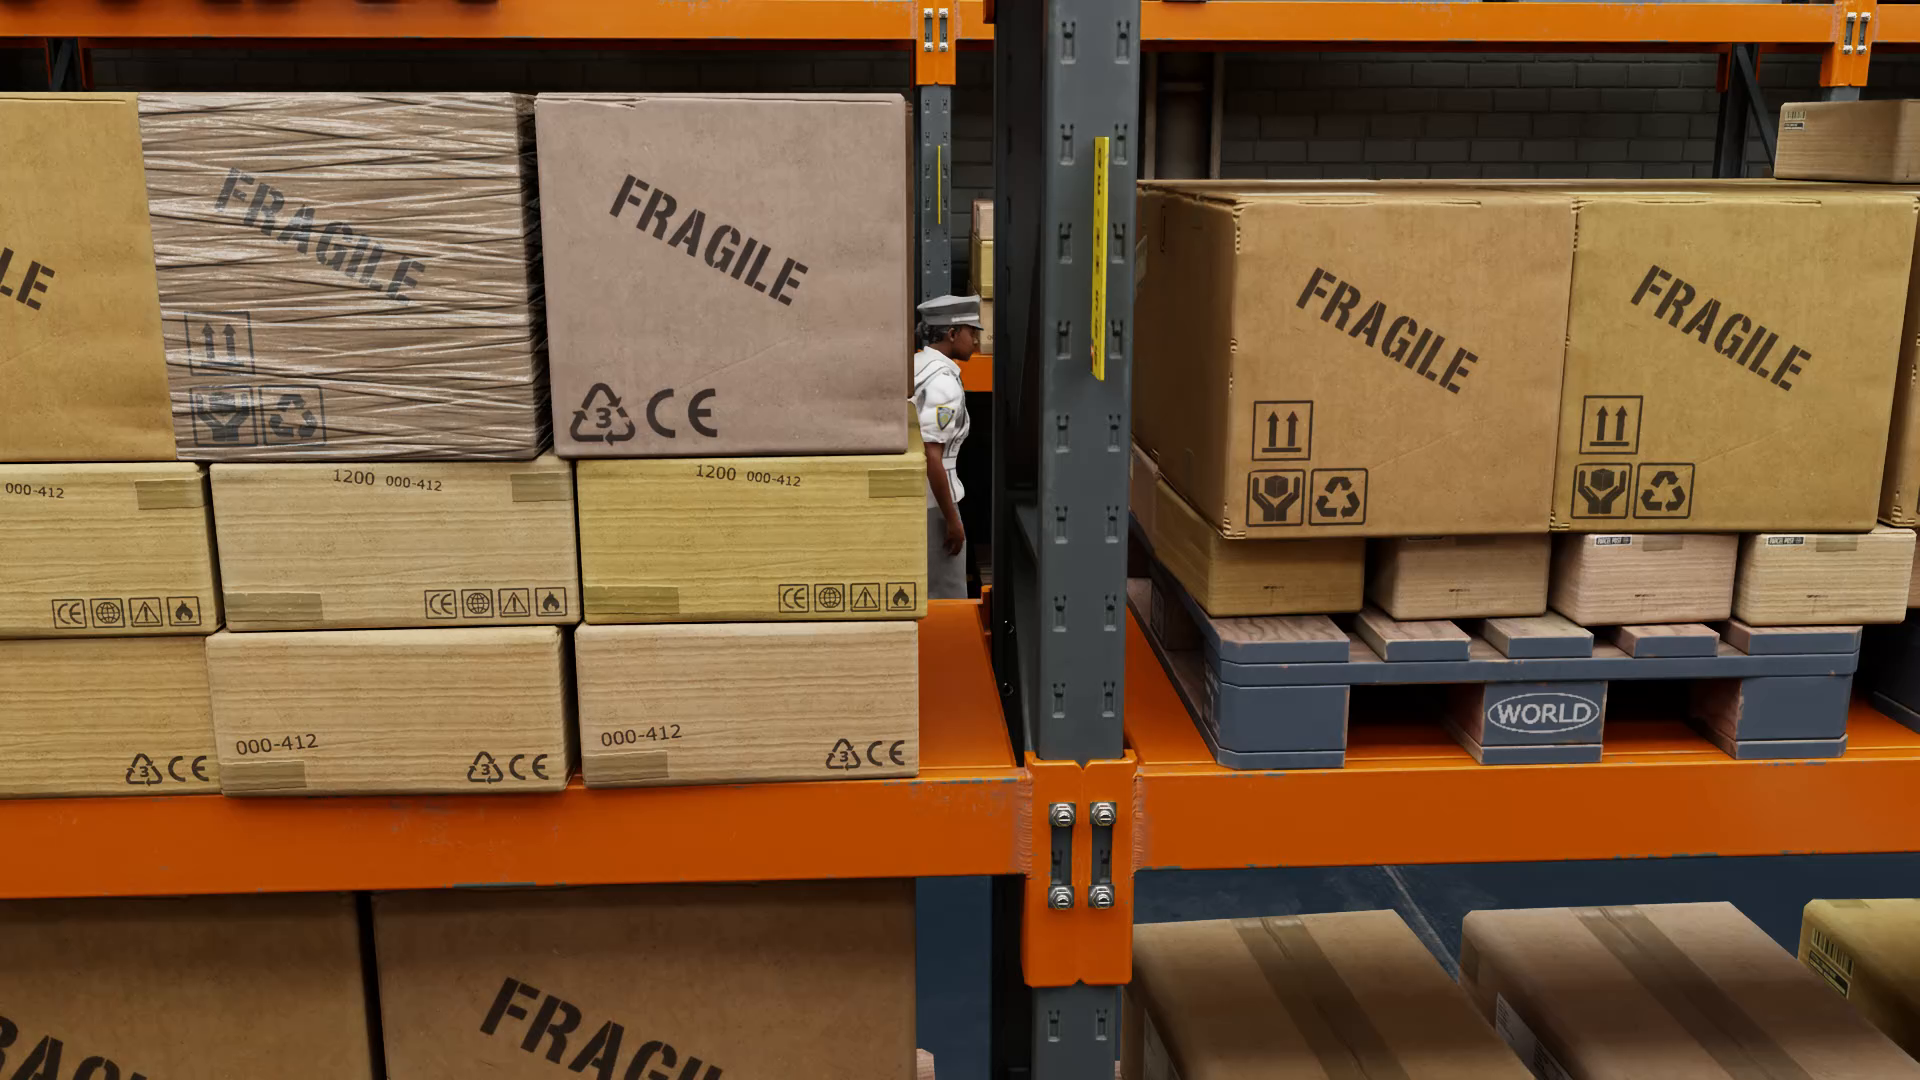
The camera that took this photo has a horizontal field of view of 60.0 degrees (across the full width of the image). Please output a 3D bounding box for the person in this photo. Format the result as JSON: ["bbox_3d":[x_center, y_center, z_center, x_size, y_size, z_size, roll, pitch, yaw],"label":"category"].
[{"bbox_3d":[-0.078,-0.116,6.476,0.425,1.657,0.509,-3,14,-11],"label":"person"}]
